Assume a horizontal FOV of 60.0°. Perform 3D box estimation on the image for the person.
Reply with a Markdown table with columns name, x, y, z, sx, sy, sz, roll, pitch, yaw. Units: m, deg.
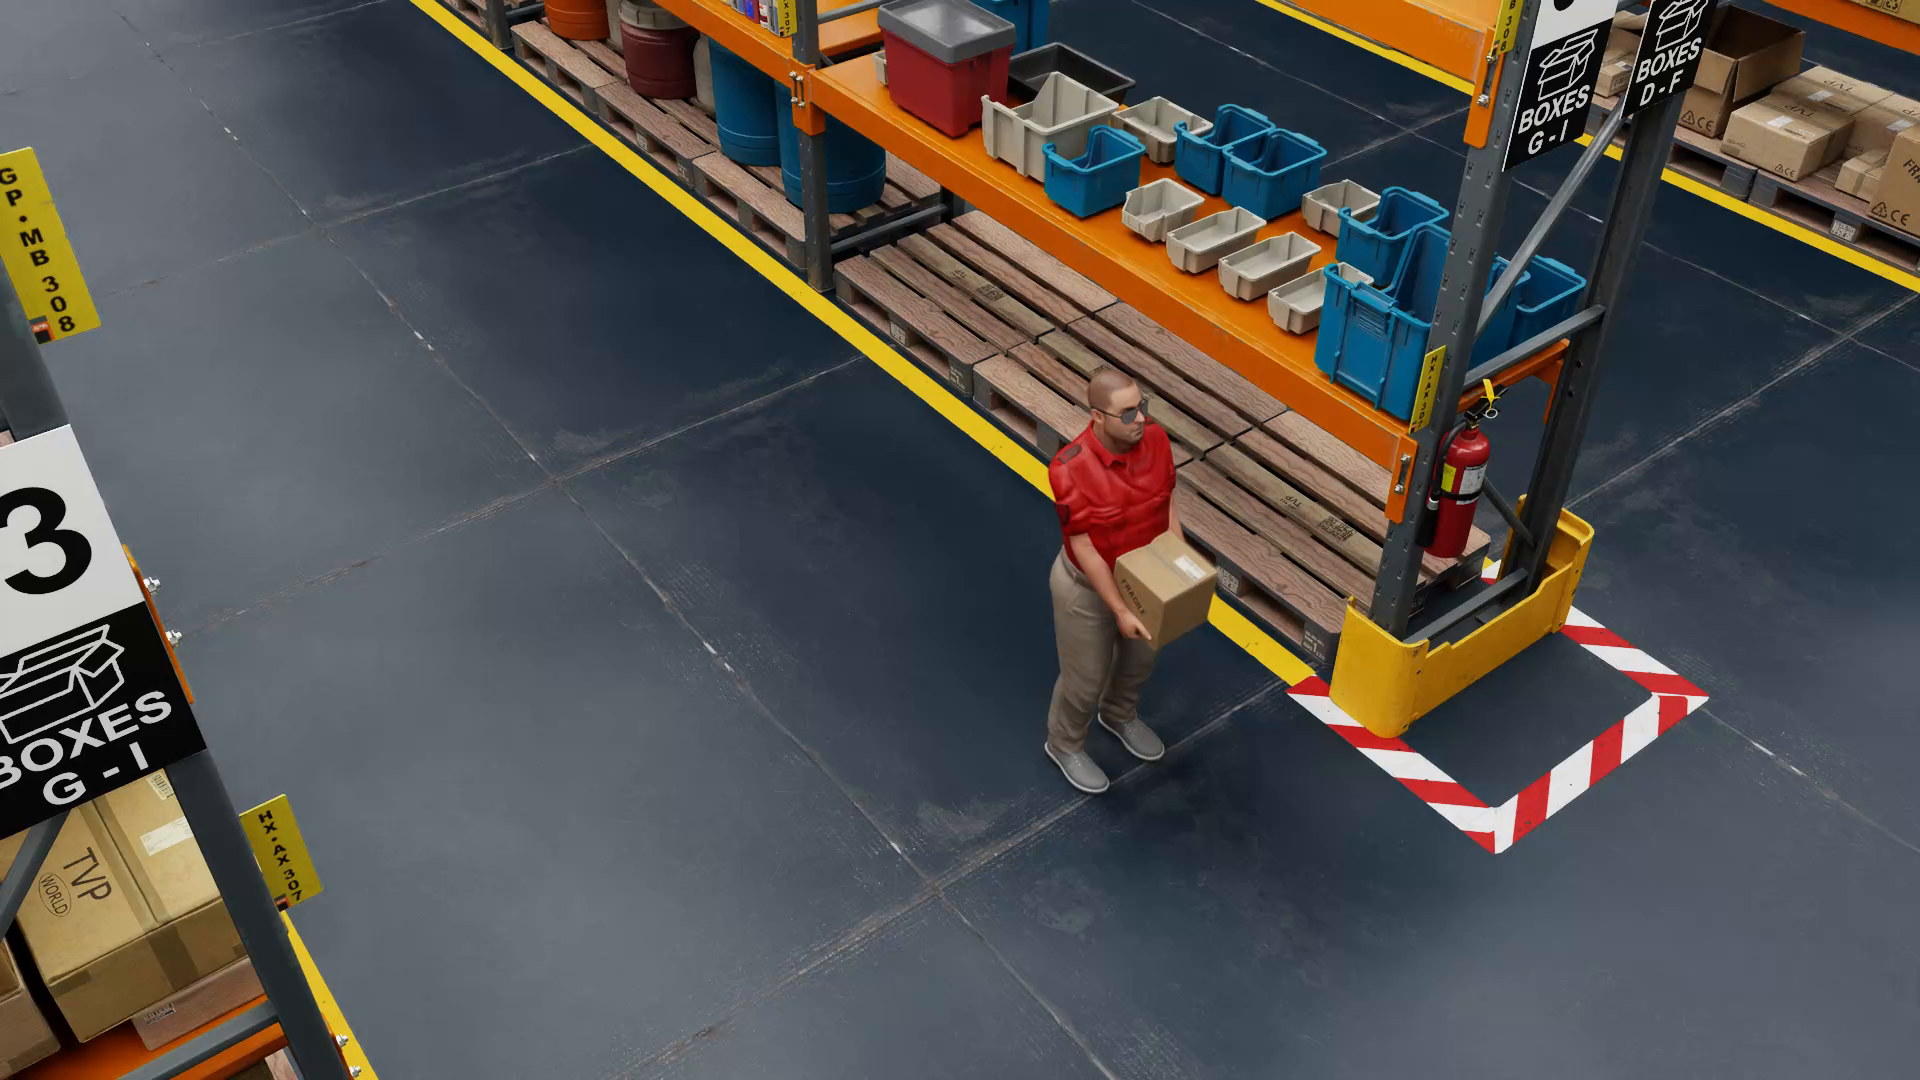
| name | x | y | z | sx | sy | sz | roll | pitch | yaw |
| --- | --- | --- | --- | --- | --- | --- | --- | --- | --- |
| person | 0.605 | 0.198 | 5.942 | 0.494 | 1.712 | 0.537 | -26 | 47 | -28 |
